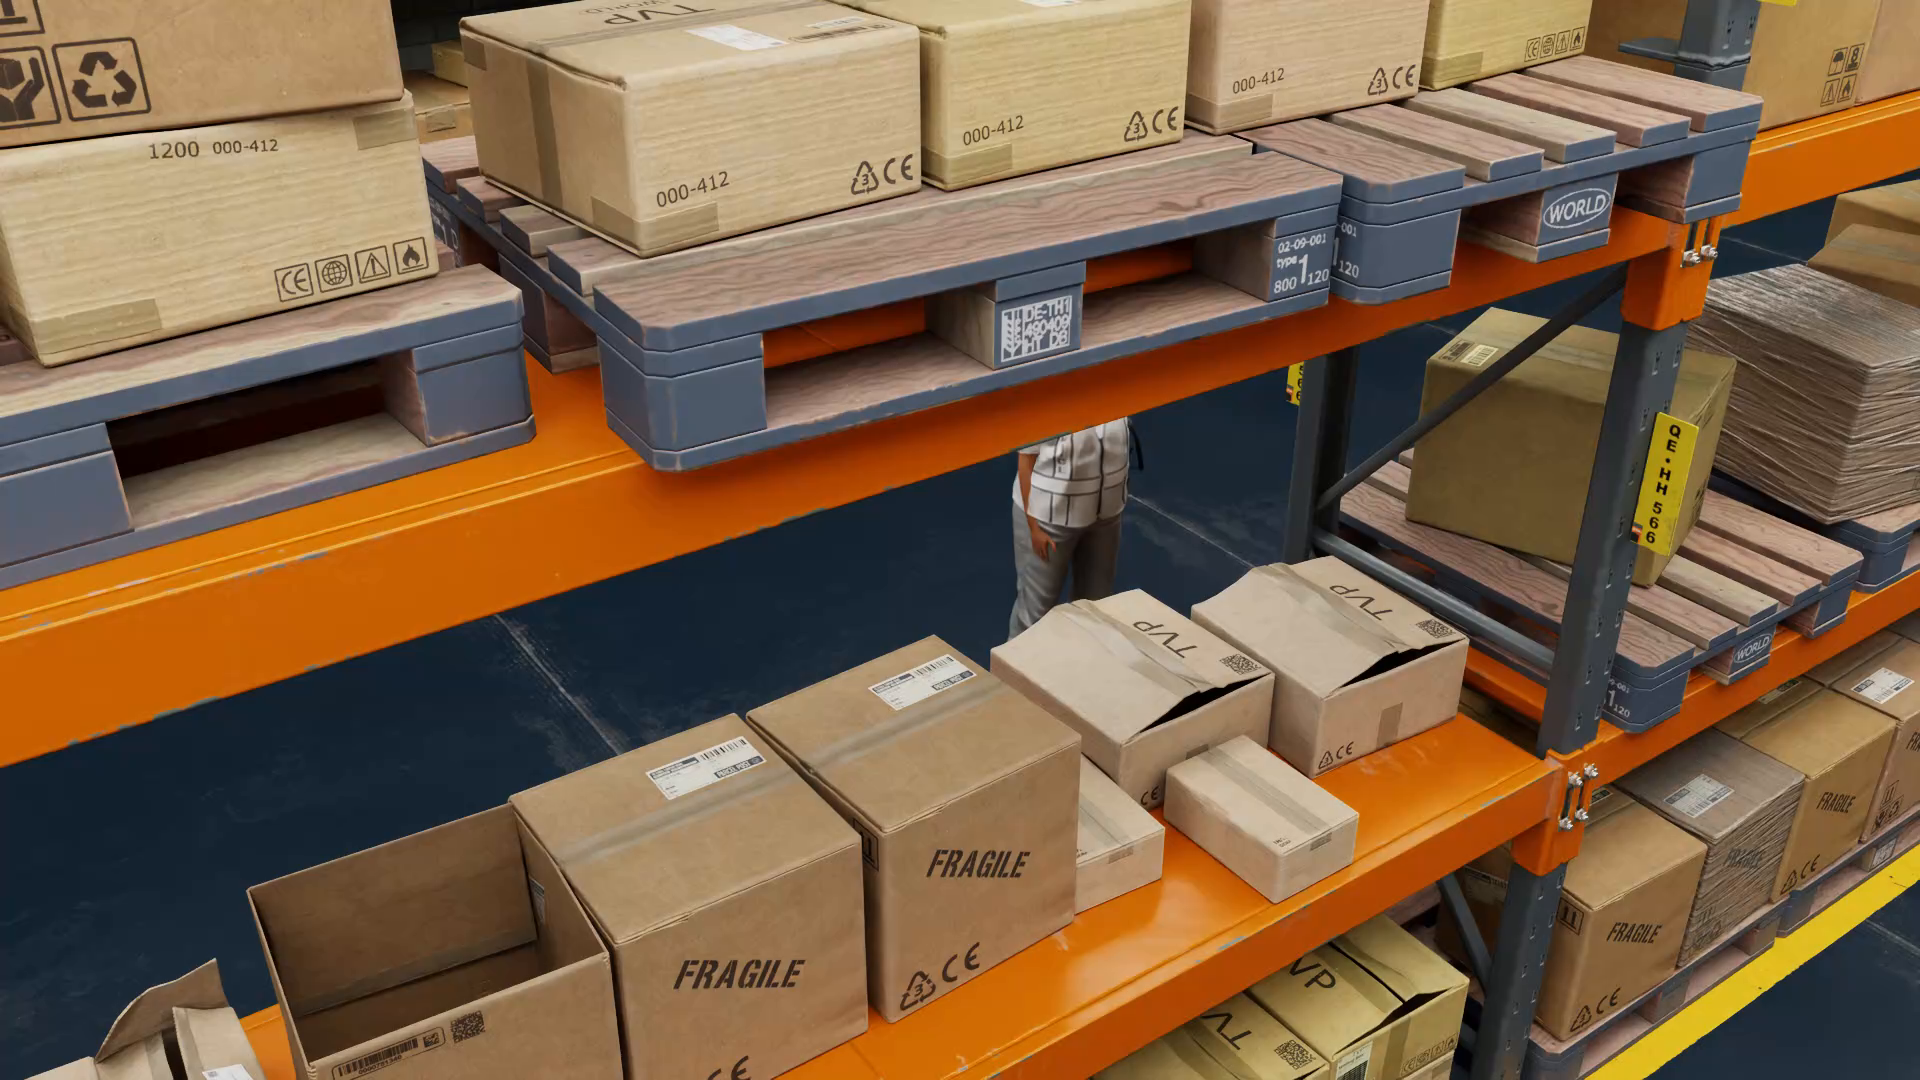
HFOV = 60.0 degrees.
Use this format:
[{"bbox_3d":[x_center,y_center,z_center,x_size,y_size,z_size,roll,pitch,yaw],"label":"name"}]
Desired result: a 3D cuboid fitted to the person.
[{"bbox_3d":[0.430,-0.105,6.314,0.475,1.672,0.387,-18,34,-29],"label":"person"}]
